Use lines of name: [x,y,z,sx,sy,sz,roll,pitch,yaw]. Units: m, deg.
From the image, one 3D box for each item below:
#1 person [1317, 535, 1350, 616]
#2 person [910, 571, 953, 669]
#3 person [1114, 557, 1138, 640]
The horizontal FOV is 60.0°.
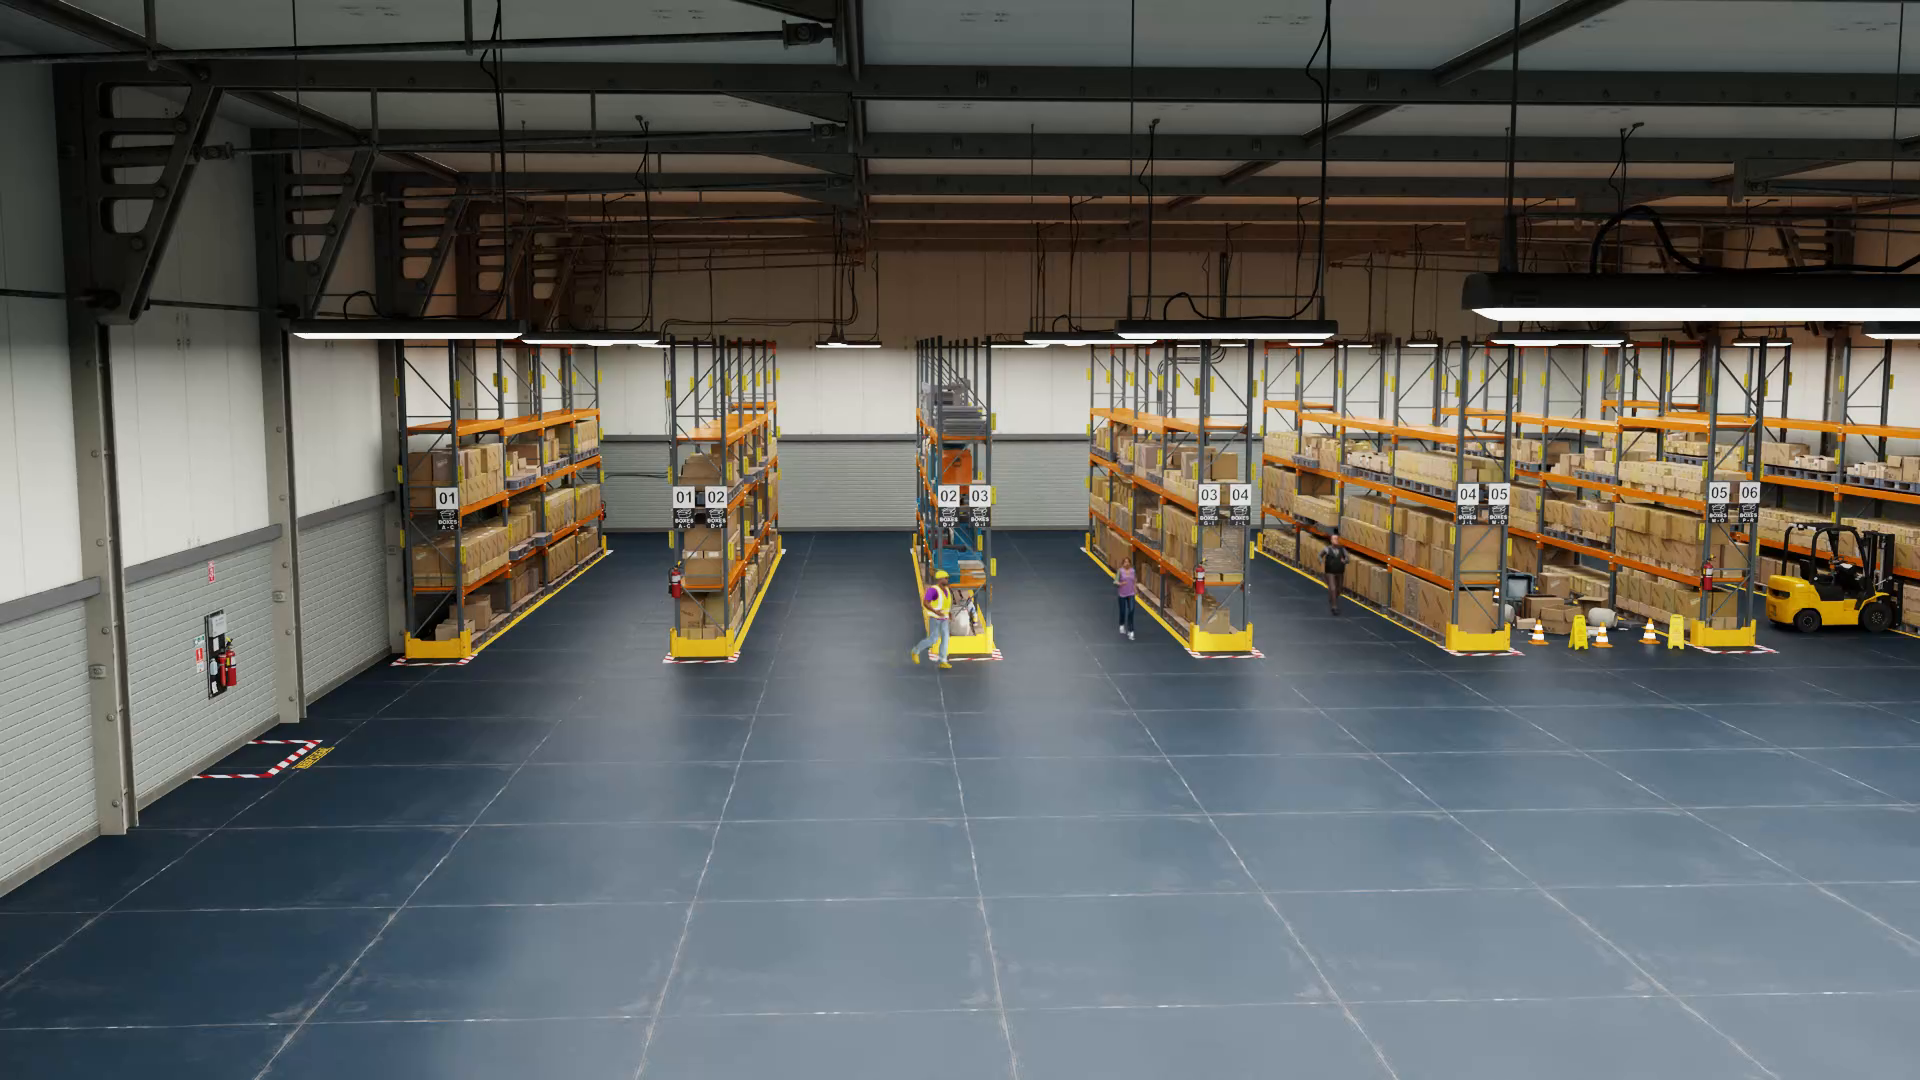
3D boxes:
person: [8.148,0.775,36.203,0.647,1.631,0.970,-1,7,-5]
person: [-0.387,1.423,30.279,0.861,1.737,0.766,4,8,34]
person: [3.322,1.136,33.260,0.526,1.623,0.787,0,7,-4]
